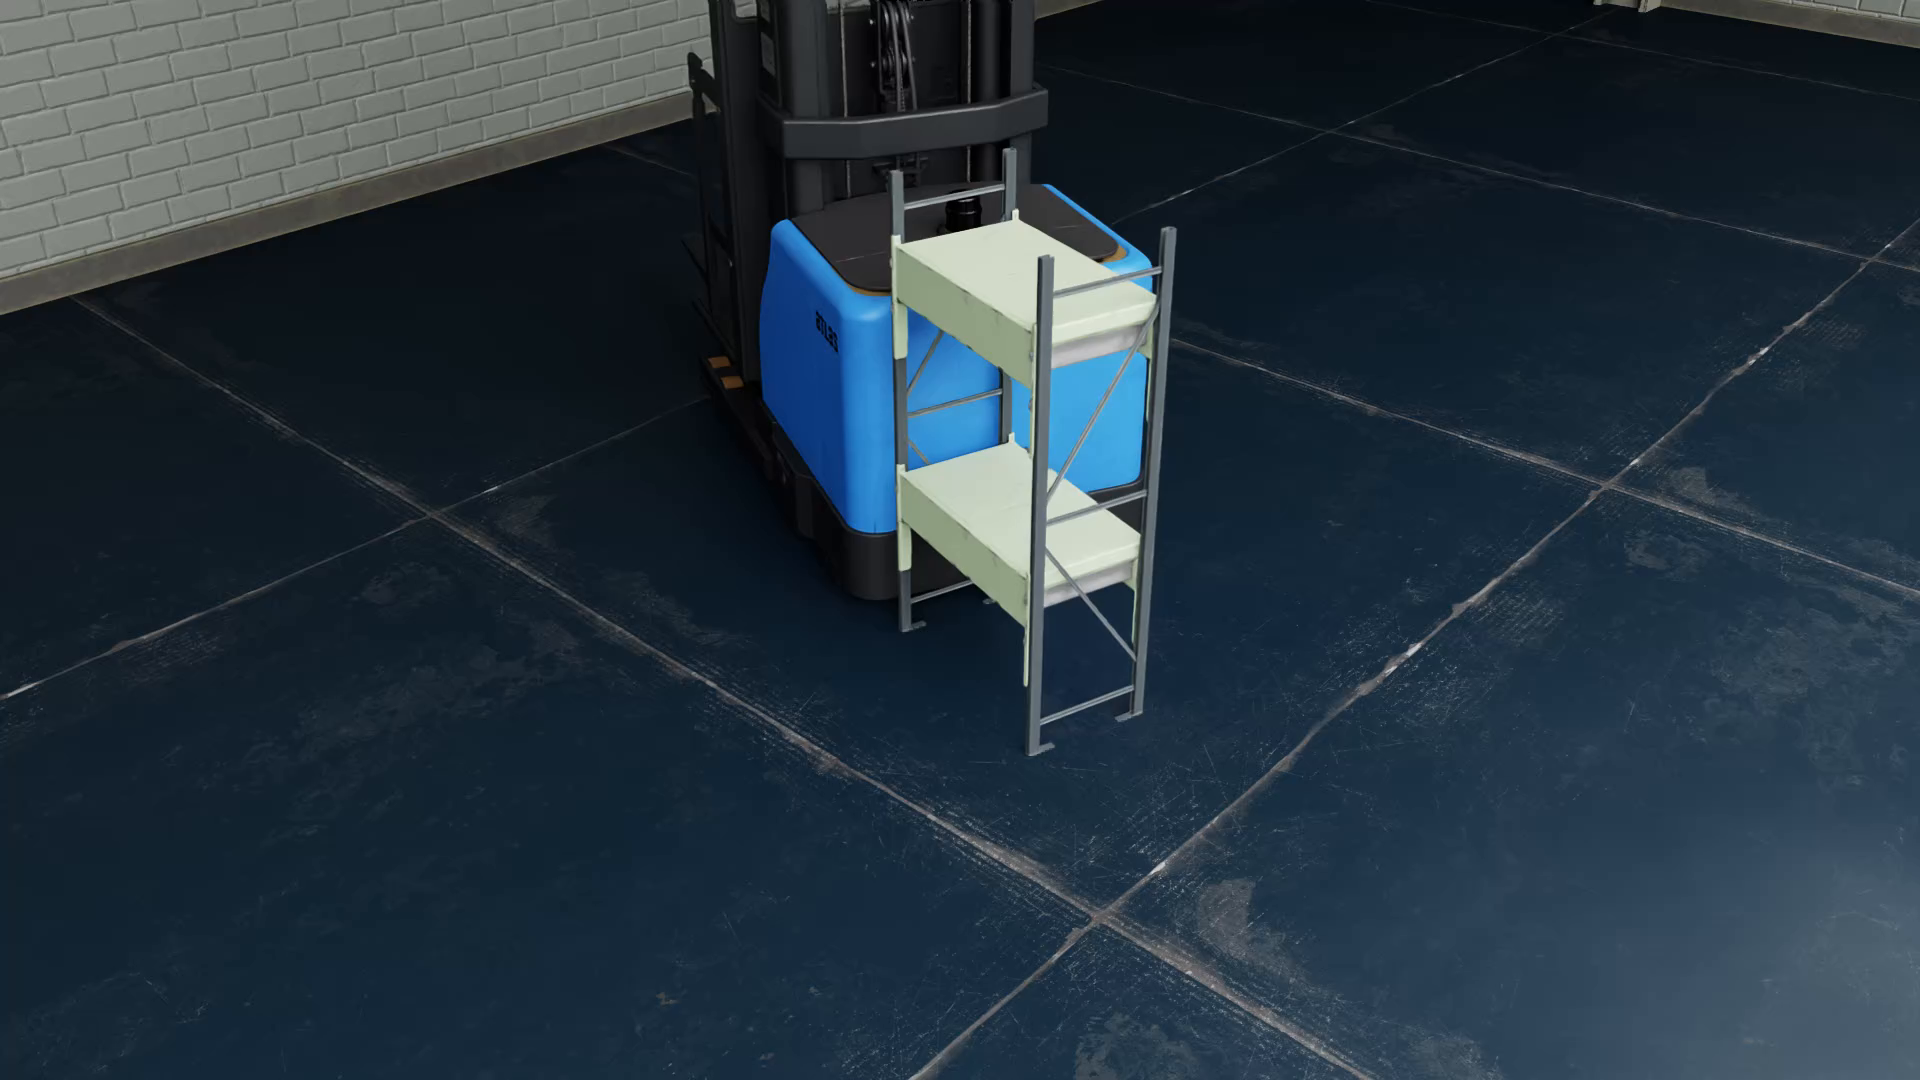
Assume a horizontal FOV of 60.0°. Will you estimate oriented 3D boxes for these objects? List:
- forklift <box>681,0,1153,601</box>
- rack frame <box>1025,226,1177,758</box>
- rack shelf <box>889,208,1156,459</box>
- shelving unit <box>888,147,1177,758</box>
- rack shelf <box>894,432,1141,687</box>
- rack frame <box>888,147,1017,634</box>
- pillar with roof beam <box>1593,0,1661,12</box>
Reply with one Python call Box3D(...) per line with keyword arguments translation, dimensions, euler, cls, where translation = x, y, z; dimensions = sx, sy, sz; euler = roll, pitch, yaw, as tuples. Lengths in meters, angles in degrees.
Box3D(translation=(-0.403, -1.810, 5.914), dimensions=(1.130, 2.935, 3.031), euler=(-12, 33, -19), cls="forklift")
Box3D(translation=(0.361, -0.081, 4.430), dimensions=(0.400, 1.500, 0.023), euler=(-17, 35, -26), cls="rack frame")
Box3D(translation=(0.172, -0.577, 4.497), dimensions=(0.431, 0.370, 0.720), euler=(-17, 35, -26), cls="rack shelf")
Box3D(translation=(0.172, -0.243, 4.699), dimensions=(0.431, 1.500, 0.755), euler=(-17, 35, -26), cls="shelving unit")
Box3D(translation=(0.172, 0.037, 4.867), dimensions=(0.431, 0.370, 0.720), euler=(-17, 35, -26), cls="rack shelf")
Box3D(translation=(-0.018, -0.404, 4.967), dimensions=(0.400, 1.500, 0.023), euler=(-17, 35, -26), cls="rack frame")
Box3D(translation=(2.071, -6.192, 7.310), dimensions=(0.400, 9.000, 9.100), euler=(25, 39, 35), cls="pillar with roof beam")
